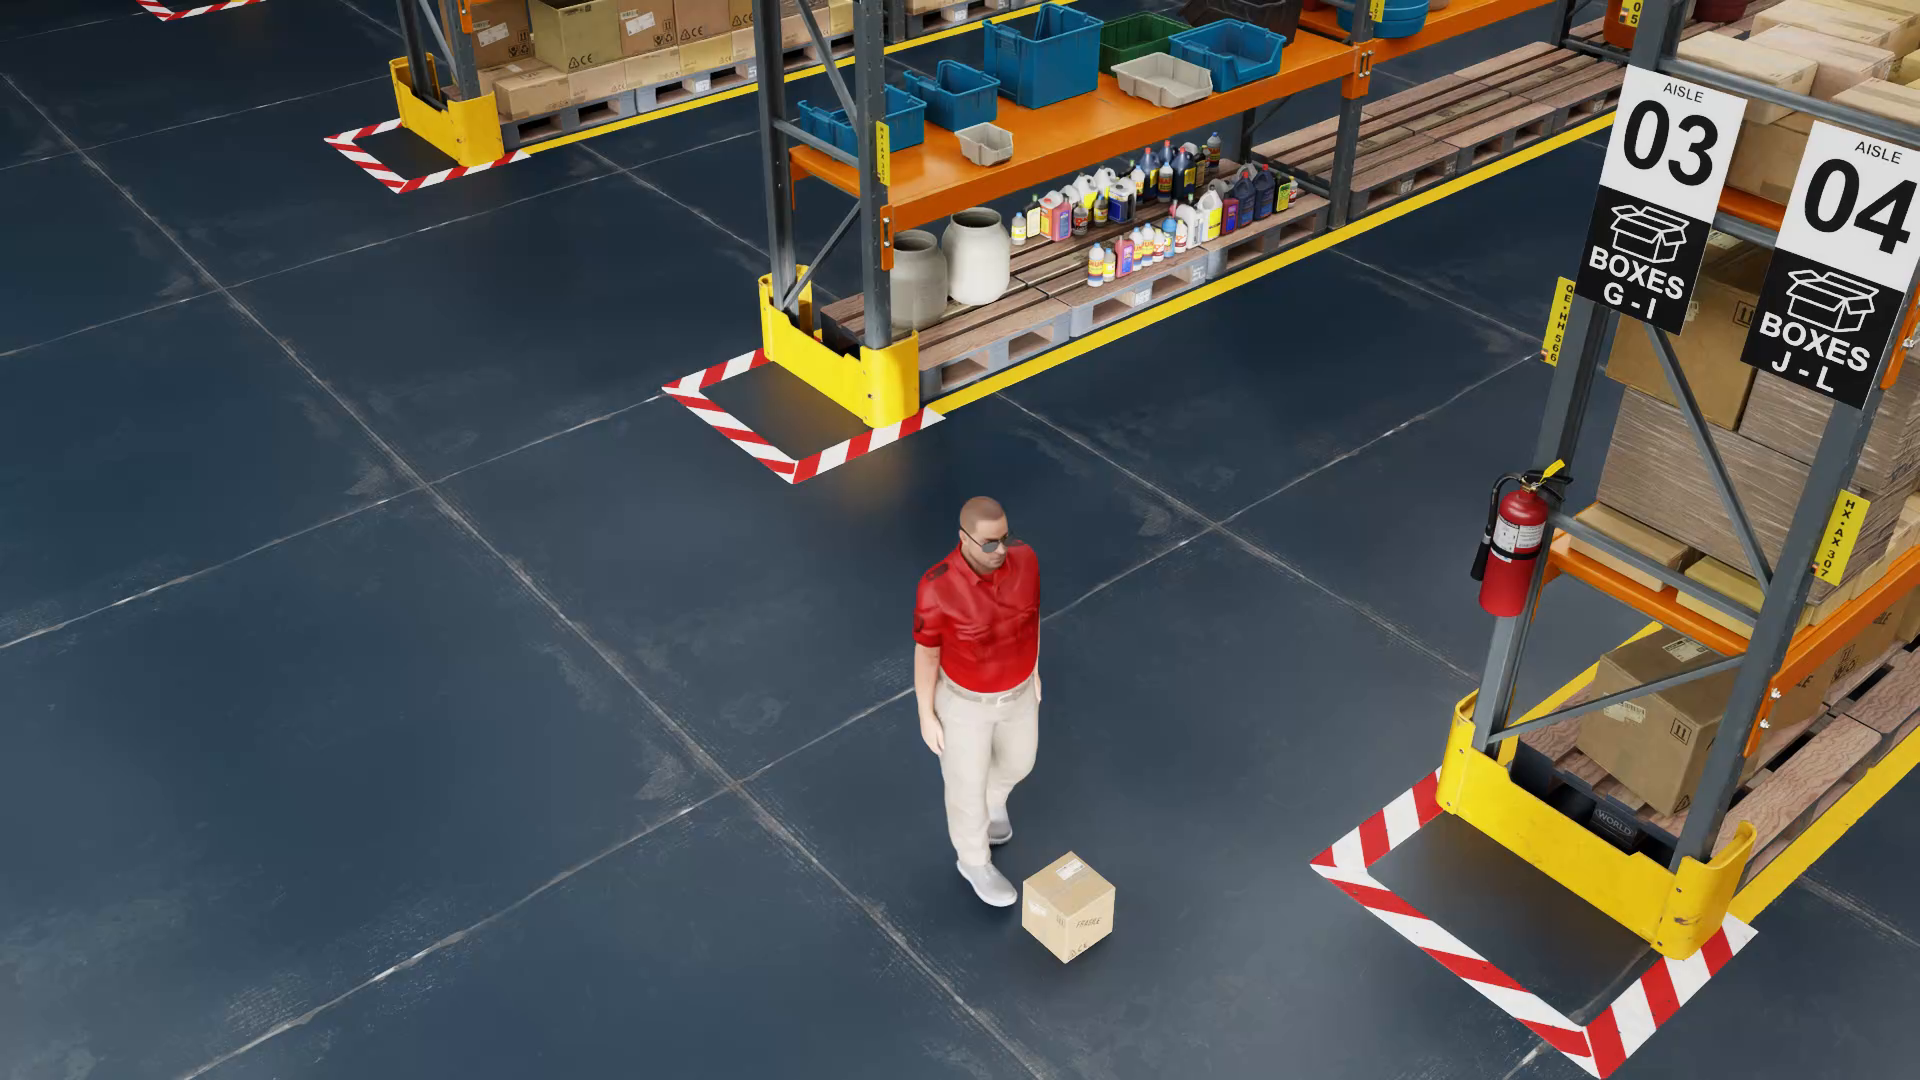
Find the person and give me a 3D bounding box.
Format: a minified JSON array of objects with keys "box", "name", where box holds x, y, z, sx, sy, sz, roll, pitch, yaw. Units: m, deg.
[{"box":[0.091,0.597,6.273,0.555,1.752,0.612,-19,40,-25],"name":"person"}]
